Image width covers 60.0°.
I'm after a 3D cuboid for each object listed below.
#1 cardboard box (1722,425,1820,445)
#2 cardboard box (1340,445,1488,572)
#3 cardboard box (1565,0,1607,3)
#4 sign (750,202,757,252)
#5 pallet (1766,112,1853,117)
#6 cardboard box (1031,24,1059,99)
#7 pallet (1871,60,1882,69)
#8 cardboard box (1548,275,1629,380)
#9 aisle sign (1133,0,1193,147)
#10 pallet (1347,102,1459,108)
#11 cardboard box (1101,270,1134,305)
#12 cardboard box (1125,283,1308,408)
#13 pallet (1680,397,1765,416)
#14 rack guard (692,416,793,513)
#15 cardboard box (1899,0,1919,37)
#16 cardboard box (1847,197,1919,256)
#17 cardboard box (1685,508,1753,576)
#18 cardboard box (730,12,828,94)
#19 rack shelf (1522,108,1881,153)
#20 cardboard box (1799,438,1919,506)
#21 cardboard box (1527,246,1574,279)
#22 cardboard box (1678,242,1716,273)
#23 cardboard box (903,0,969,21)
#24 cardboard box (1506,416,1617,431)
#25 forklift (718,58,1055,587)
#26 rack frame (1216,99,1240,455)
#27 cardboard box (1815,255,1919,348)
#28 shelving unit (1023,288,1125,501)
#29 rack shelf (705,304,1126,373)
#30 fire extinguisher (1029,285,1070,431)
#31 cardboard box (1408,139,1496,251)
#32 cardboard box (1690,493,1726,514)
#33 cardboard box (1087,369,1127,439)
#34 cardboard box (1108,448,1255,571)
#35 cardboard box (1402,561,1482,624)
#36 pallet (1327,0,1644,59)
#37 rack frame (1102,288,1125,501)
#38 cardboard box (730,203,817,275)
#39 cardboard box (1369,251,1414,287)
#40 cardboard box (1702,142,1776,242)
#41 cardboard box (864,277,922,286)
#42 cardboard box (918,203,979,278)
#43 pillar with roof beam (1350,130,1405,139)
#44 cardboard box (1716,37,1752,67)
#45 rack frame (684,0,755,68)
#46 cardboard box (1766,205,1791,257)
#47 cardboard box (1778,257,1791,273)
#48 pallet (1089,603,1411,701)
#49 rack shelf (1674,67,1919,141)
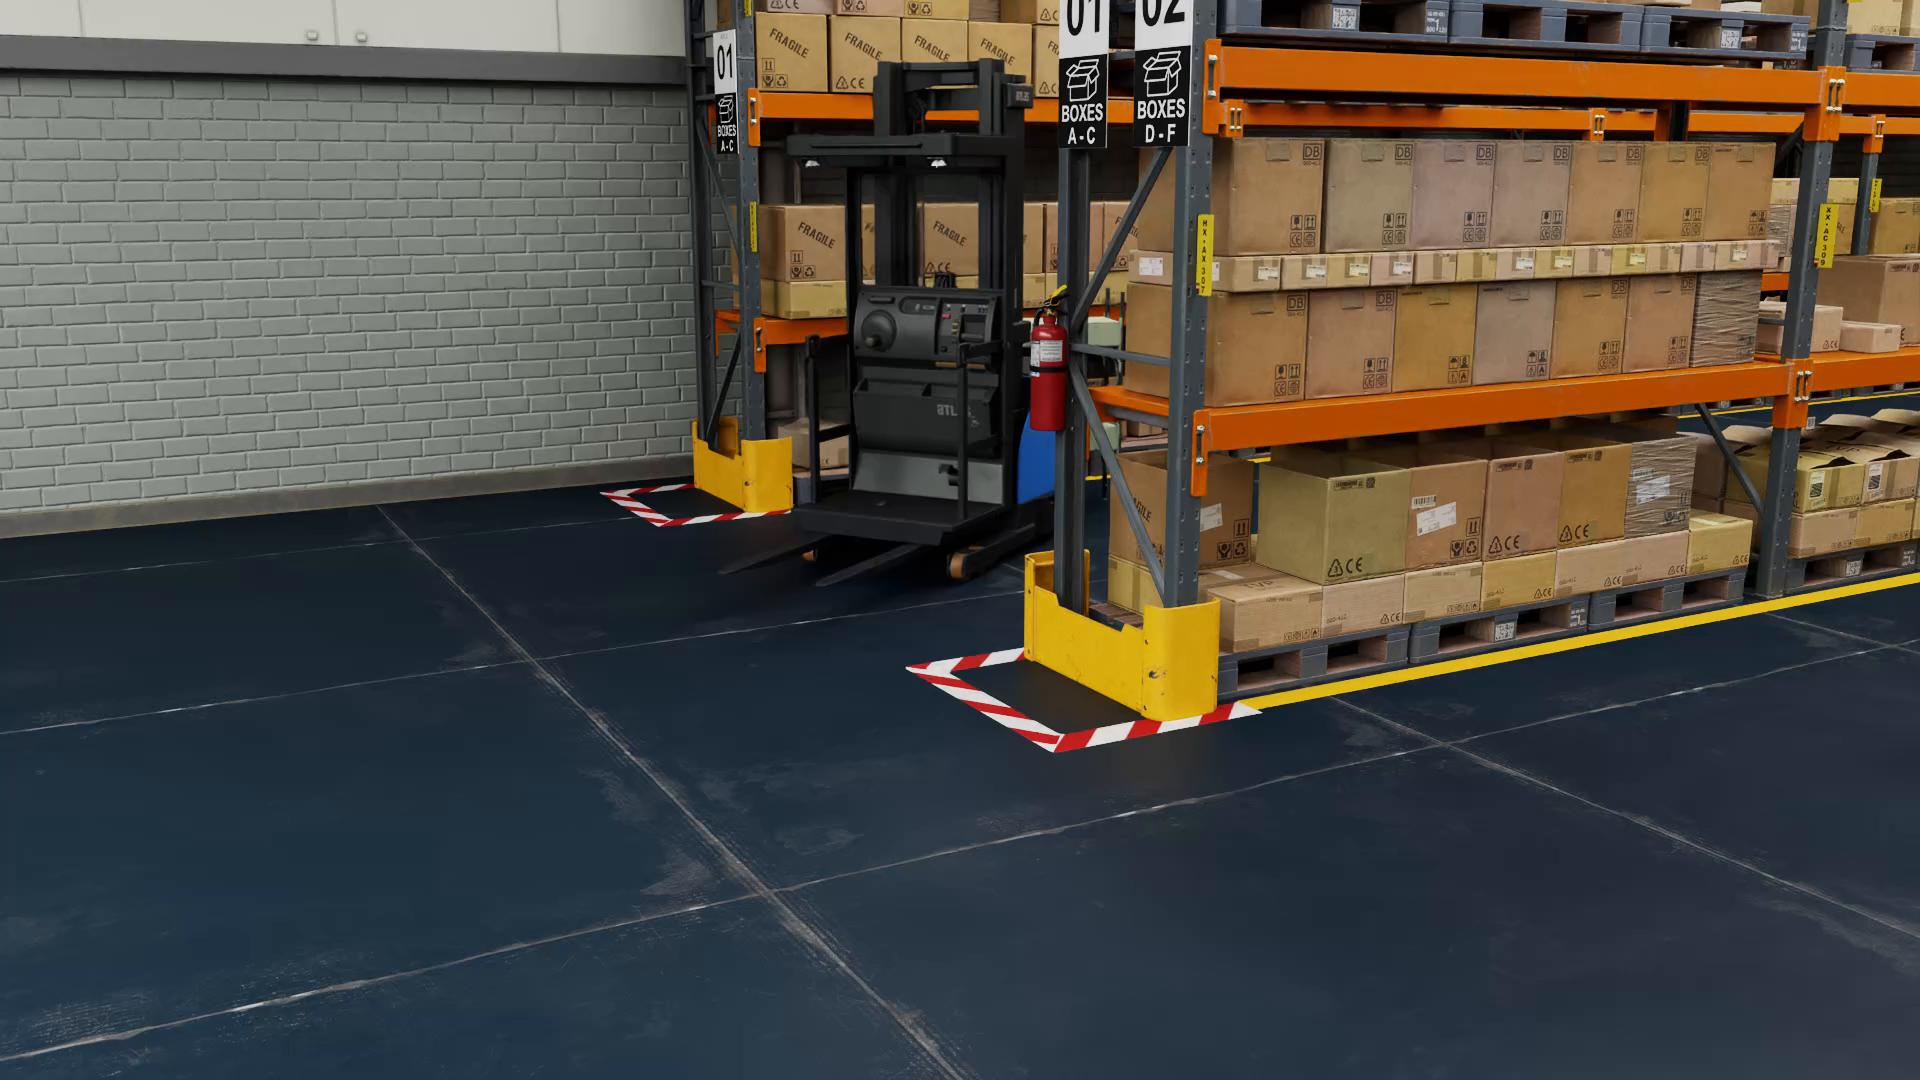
[{"bbox_3d":[4.923,-0.523,10.131,0.500,0.311,0.500,-6,14,-26],"label":"cardboard box"},{"bbox_3d":[2.188,-0.162,8.097,0.500,0.500,0.500,-7,14,-28],"label":"cardboard box"},{"bbox_3d":[2.745,-2.870,8.189,0.637,0.503,0.797,-5,14,-22],"label":"cardboard box"},{"bbox_3d":[-1.376,-2.084,11.064,0.005,0.325,0.100,-7,14,-28],"label":"sign"},{"bbox_3d":[8.115,-4.292,16.454,1.217,0.209,0.805,-8,15,-30],"label":"pallet"},{"bbox_3d":[0.632,-3.491,12.186,0.500,0.500,0.500,-7,15,-30],"label":"cardboard box"},{"bbox_3d":[6.229,-2.818,9.895,1.213,0.211,1.003,-6,14,-25],"label":"pallet"},{"bbox_3d":[2.963,-1.124,8.546,0.500,0.500,0.700,-7,14,-27],"label":"cardboard box"},{"bbox_3d":[0.830,-2.014,6.805,0.004,0.787,0.394,-7,14,-28],"label":"aisle sign"},{"bbox_3d":[3.376,-3.712,13.869,1.003,0.211,1.213,-7,14,-28],"label":"pallet"},{"bbox_3d":[1.163,-1.964,12.801,0.500,0.250,0.500,-7,14,-28],"label":"cardboard box"},{"bbox_3d":[1.156,-0.907,7.580,0.500,0.500,0.700,-7,14,-28],"label":"cardboard box"},{"bbox_3d":[7.183,-1.443,16.540,1.213,0.211,1.003,-7,14,-28],"label":"pallet"},{"bbox_3d":[-1.570,-0.554,11.933,0.348,0.500,1.175,-7,14,-28],"label":"rack guard"},{"bbox_3d":[5.278,-2.949,9.433,0.500,0.250,0.500,-8,15,-33],"label":"cardboard box"},{"bbox_3d":[9.380,-3.228,17.440,0.700,0.700,0.980,-7,14,-27],"label":"cardboard box"},{"bbox_3d":[3.949,-0.005,9.105,0.500,0.250,0.500,-7,14,-28],"label":"cardboard box"},{"bbox_3d":[-1.223,-3.275,11.223,0.500,0.500,0.500,-6,14,-26],"label":"cardboard box"},{"bbox_3d":[7.141,-3.930,16.048,4.000,0.370,1.077,-7,14,-28],"label":"rack shelf"},{"bbox_3d":[5.175,-0.416,9.657,0.500,0.311,0.500,-7,14,-29],"label":"cardboard box"},{"bbox_3d":[2.768,-1.366,8.141,0.250,0.149,0.380,-6,14,-26],"label":"cardboard box"},{"bbox_3d":[3.669,-1.474,8.622,0.250,0.149,0.380,-7,15,-30],"label":"cardboard box"},{"bbox_3d":[-0.273,-3.868,11.584,0.500,0.500,0.500,-6,14,-26],"label":"cardboard box"},{"bbox_3d":[3.259,-0.419,9.237,0.500,0.500,0.500,-7,14,-28],"label":"cardboard box"},{"bbox_3d":[-0.305,-1.305,9.730,1.130,2.935,3.031,6,14,26],"label":"forklift"},{"bbox_3d":[1.875,-2.187,13.493,0.127,3.000,1.000,-7,14,-28],"label":"rack frame"},{"bbox_3d":[5.396,-1.414,9.833,0.500,0.500,0.500,-6,14,-24],"label":"cardboard box"},{"bbox_3d":[0.705,-0.971,11.506,0.755,1.500,0.431,-2,13,-10],"label":"shelving unit"},{"bbox_3d":[0.119,-1.625,12.637,4.000,0.370,1.077,-7,14,-28],"label":"rack shelf"},{"bbox_3d":[0.414,-0.851,7.734,0.183,0.674,0.296,-7,14,-28],"label":"fire extinguisher"},{"bbox_3d":[2.104,-1.655,7.949,0.500,0.500,0.700,-7,14,-28],"label":"cardboard box"},{"bbox_3d":[4.476,-0.195,9.951,0.500,0.250,0.500,-7,14,-28],"label":"cardboard box"},{"bbox_3d":[0.983,-1.065,13.200,0.500,0.500,0.500,-8,15,-32],"label":"cardboard box"},{"bbox_3d":[1.069,-0.155,8.062,0.500,0.500,0.500,-7,14,-28],"label":"cardboard box"},{"bbox_3d":[2.194,0.206,8.169,0.500,0.250,0.500,-7,14,-28],"label":"cardboard box"},{"bbox_3d":[2.446,-2.430,7.946,1.213,0.211,1.003,-7,14,-28],"label":"pallet"},{"bbox_3d":[1.064,-0.985,11.572,0.023,1.500,0.400,-2,13,-10],"label":"rack frame"},{"bbox_3d":[-1.324,-2.159,11.958,0.500,0.500,0.500,-7,14,-28],"label":"cardboard box"},{"bbox_3d":[1.861,-1.257,7.657,0.250,0.149,0.380,-7,14,-29],"label":"cardboard box"},{"bbox_3d":[3.865,-1.866,8.887,0.500,0.500,0.700,-7,14,-28],"label":"cardboard box"},{"bbox_3d":[-0.607,-1.750,11.849,0.500,0.250,0.500,-7,15,-30],"label":"cardboard box"},{"bbox_3d":[-0.178,-2.164,11.980,0.500,0.500,0.500,-7,15,-30],"label":"cardboard box"},{"bbox_3d":[5.893,-4.734,11.151,0.400,9.000,9.100,-7,14,-28],"label":"pillar with roof beam"},{"bbox_3d":[7.143,-4.572,16.032,0.500,0.500,0.700,-7,14,-28],"label":"cardboard box"},{"bbox_3d":[-1.636,-4.693,10.965,0.127,3.000,1.000,-7,14,-28],"label":"rack frame"},{"bbox_3d":[7.724,-3.028,16.281,0.500,0.500,0.500,-7,14,-28],"label":"cardboard box"},{"bbox_3d":[8.072,-2.736,16.463,0.250,0.149,0.380,-7,14,-28],"label":"cardboard box"},{"bbox_3d":[1.392,0.460,8.083,1.213,0.211,1.003,-7,14,-28],"label":"pallet"},{"bbox_3d":[6.007,-2.555,9.938,4.000,0.370,1.077,-7,14,-28],"label":"rack shelf"}]
